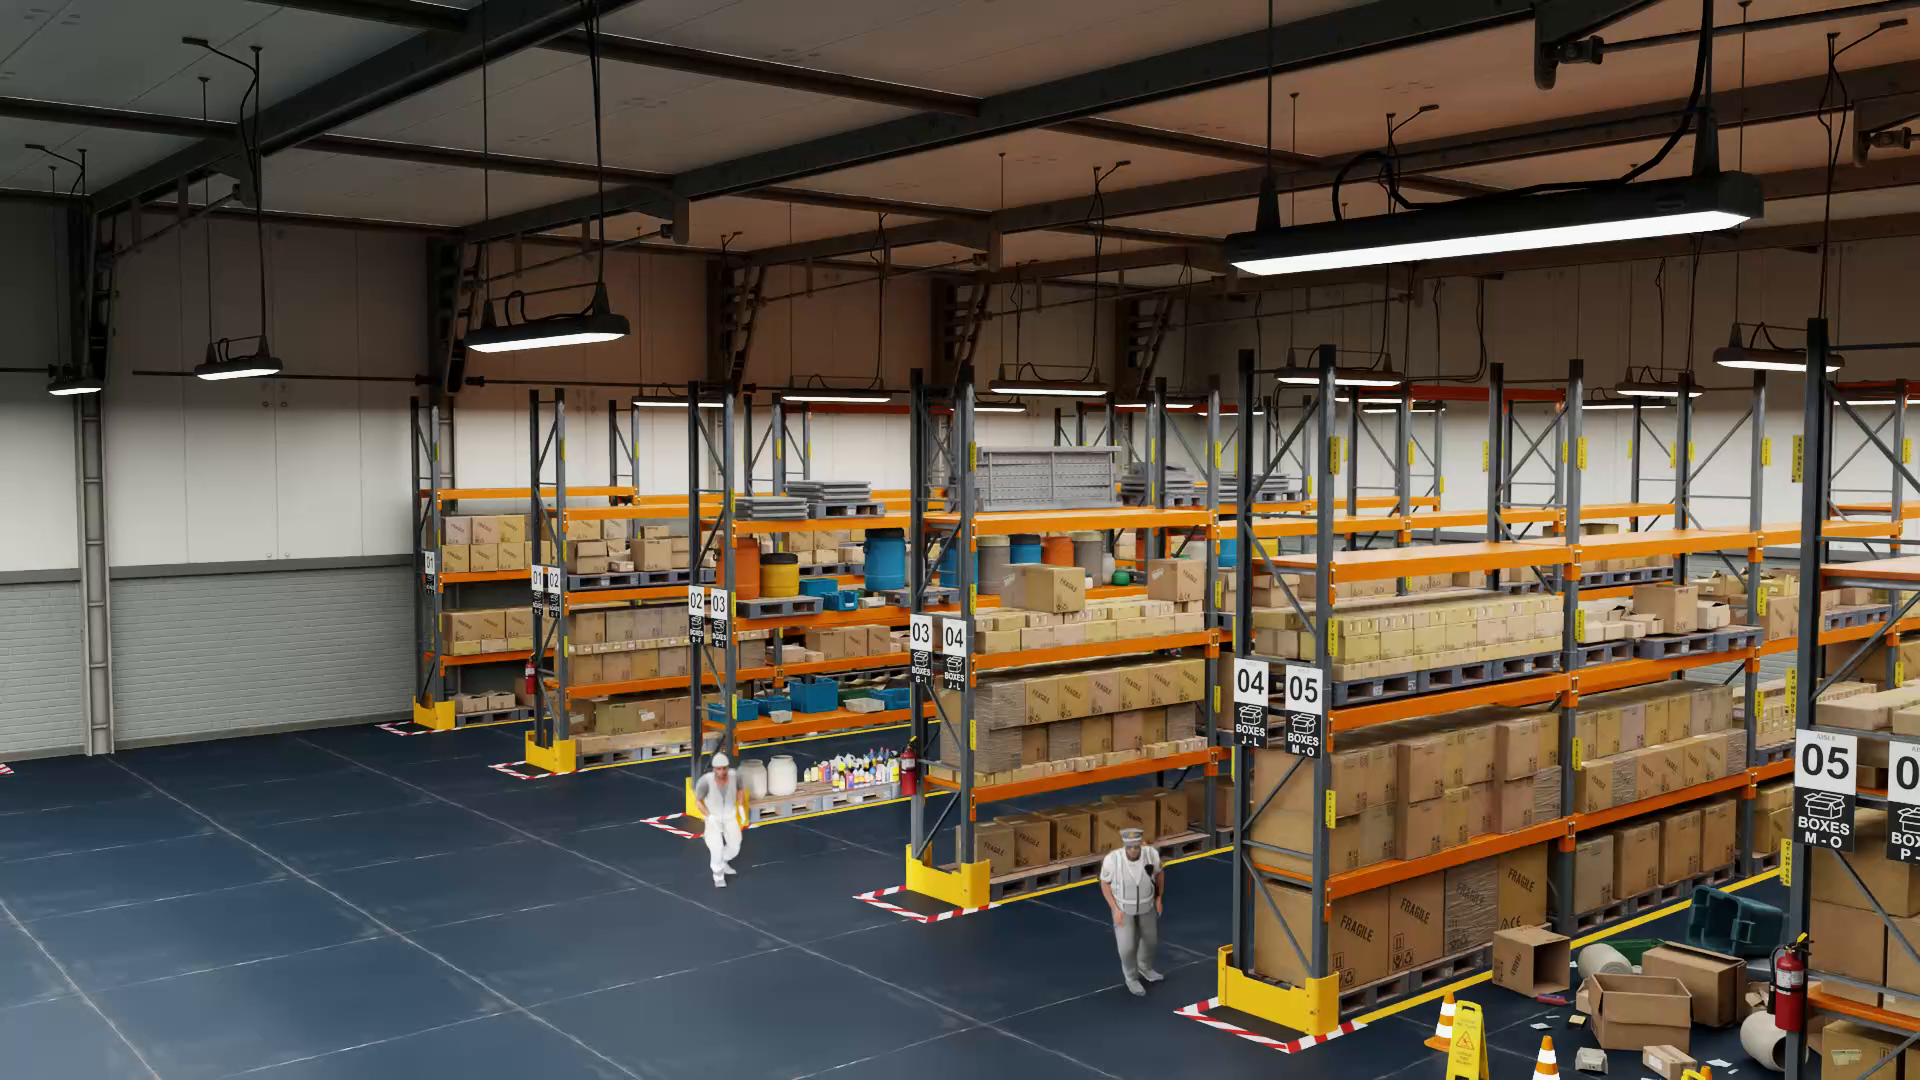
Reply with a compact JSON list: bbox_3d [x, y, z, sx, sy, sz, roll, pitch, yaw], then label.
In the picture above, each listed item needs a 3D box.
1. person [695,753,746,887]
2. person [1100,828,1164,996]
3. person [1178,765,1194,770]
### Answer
[{"bbox_3d":[-2.780,3.212,19.196,0.637,1.628,0.911,-2,4,-25],"label":"person"},{"bbox_3d":[1.632,3.443,15.604,0.702,1.642,0.852,-1,3,-9],"label":"person"},{"bbox_3d":[3.575,2.912,26.192,0.828,1.426,0.555,-2,4,-36],"label":"person"}]
